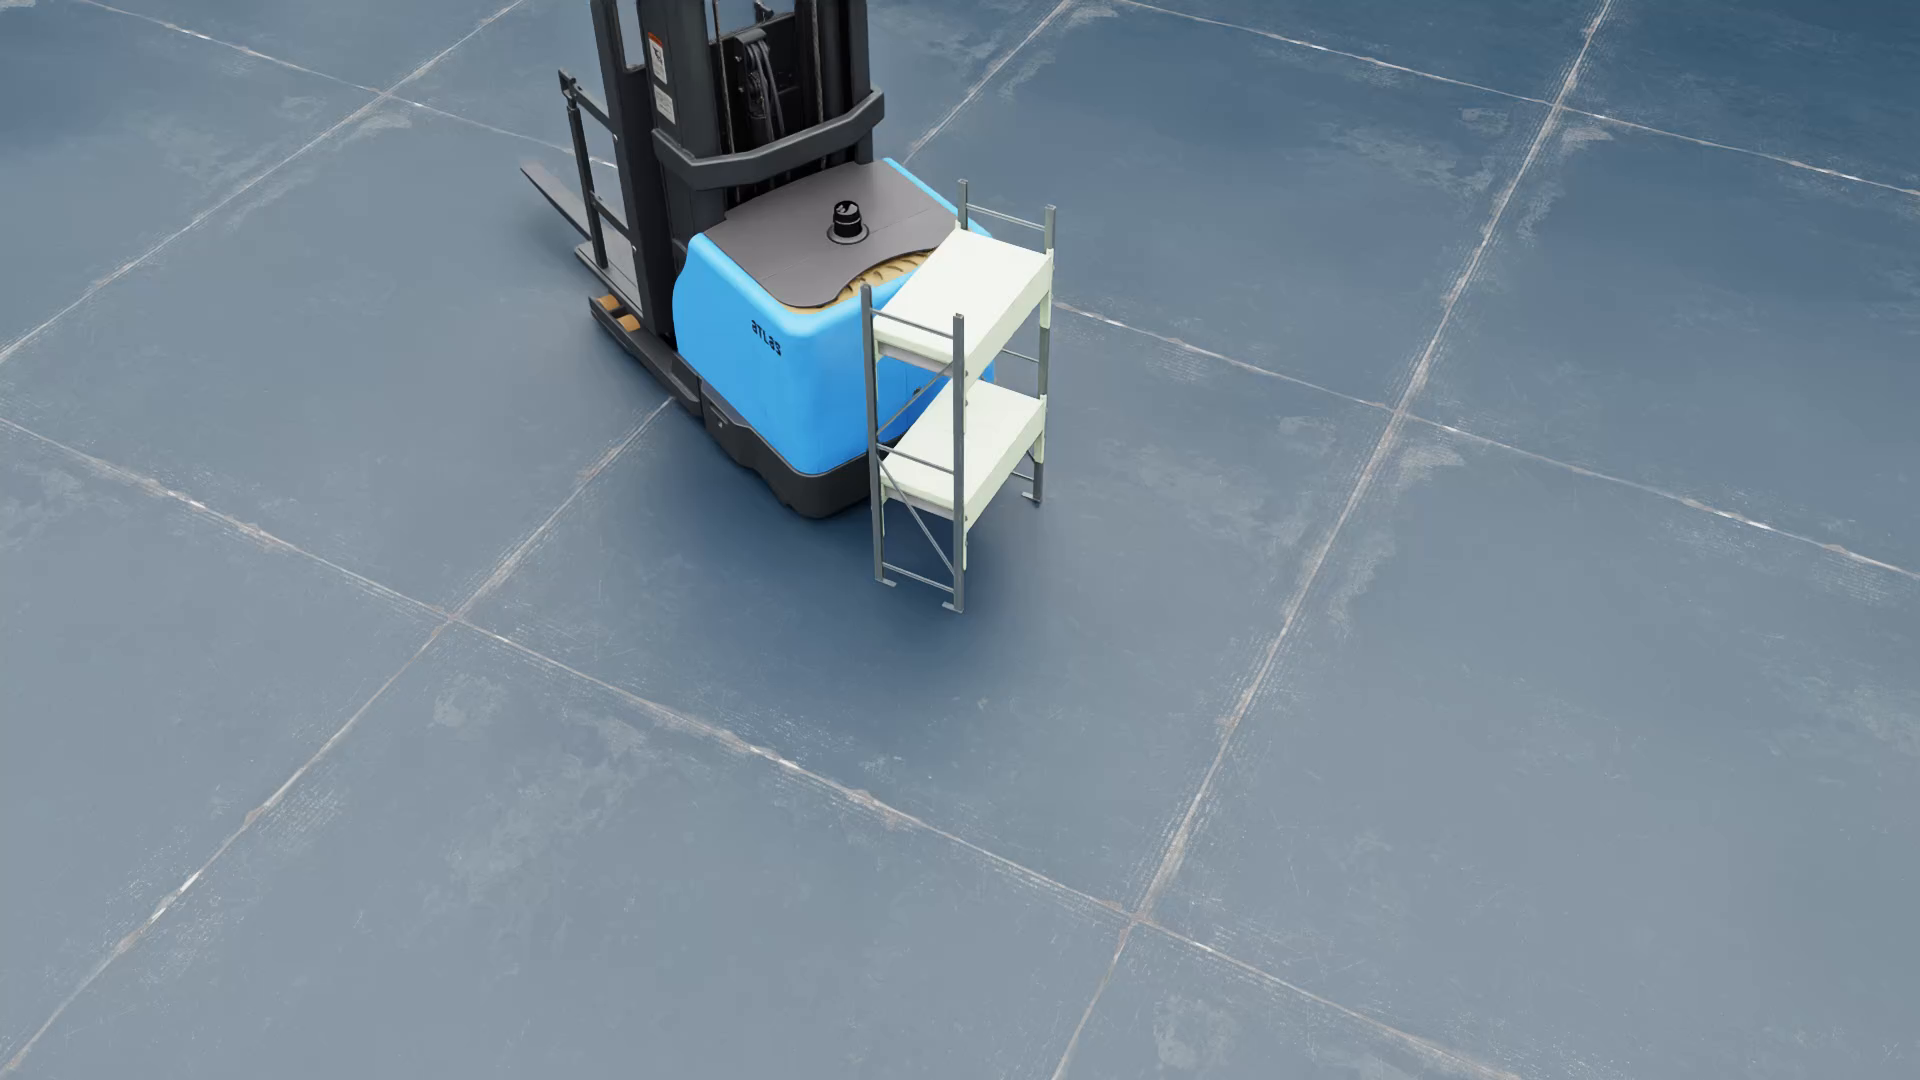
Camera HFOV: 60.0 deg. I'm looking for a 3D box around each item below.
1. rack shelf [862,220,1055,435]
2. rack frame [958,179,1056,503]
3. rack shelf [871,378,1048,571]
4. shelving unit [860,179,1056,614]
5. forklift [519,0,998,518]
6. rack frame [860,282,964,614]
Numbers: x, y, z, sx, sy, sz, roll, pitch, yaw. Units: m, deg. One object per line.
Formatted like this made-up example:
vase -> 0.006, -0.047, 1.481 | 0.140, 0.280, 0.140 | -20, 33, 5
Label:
rack shelf -> 0.003, -0.806, 6.223 | 0.431, 0.370, 0.720 | 20, 49, 19
rack frame -> 0.173, -0.762, 6.729 | 0.400, 1.500, 0.023 | 20, 49, 19
rack shelf -> 0.003, -0.302, 6.732 | 0.431, 0.370, 0.720 | 20, 49, 19
shelving unit -> 0.003, -0.531, 6.501 | 0.431, 1.500, 0.755 | 20, 49, 19
forklift -> -1.122, -2.126, 7.070 | 1.130, 2.935, 3.031 | -28, 52, -25
rack frame -> -0.167, -0.301, 6.273 | 0.400, 1.500, 0.023 | 20, 49, 19
